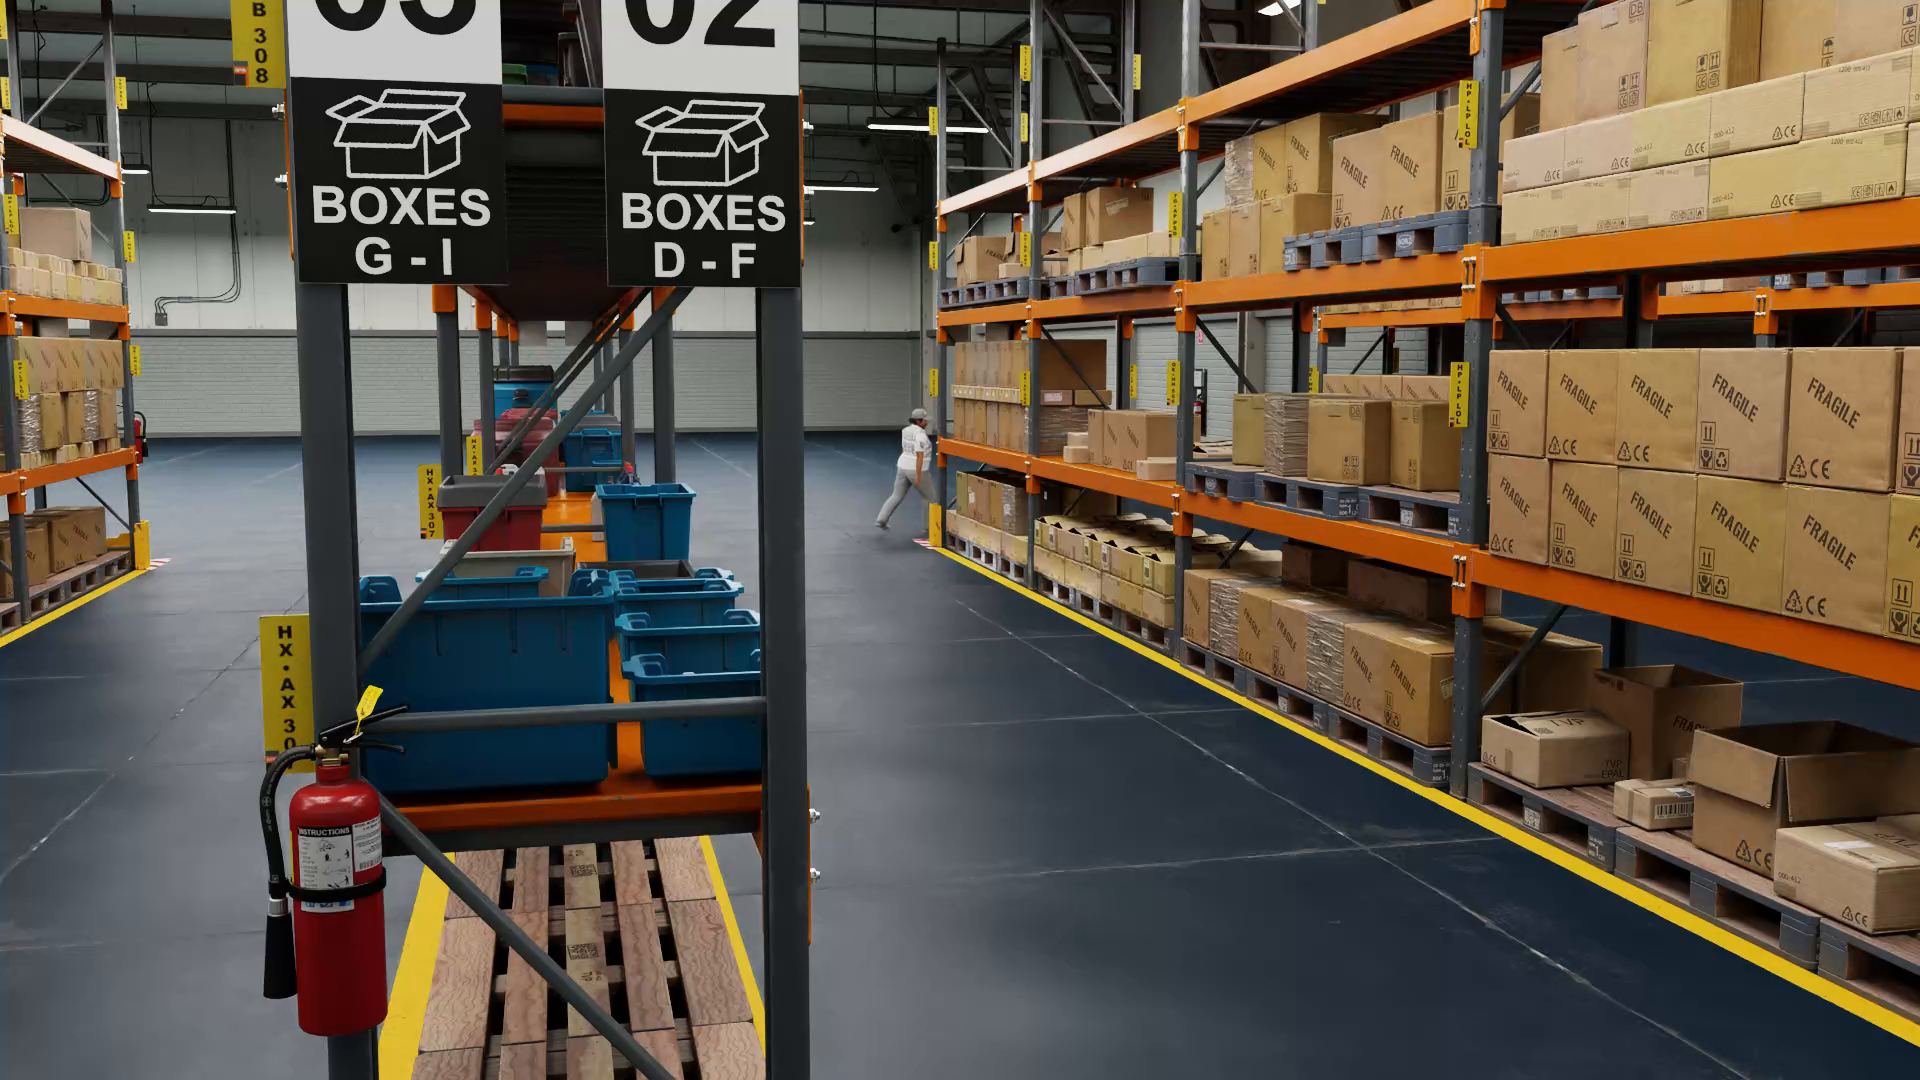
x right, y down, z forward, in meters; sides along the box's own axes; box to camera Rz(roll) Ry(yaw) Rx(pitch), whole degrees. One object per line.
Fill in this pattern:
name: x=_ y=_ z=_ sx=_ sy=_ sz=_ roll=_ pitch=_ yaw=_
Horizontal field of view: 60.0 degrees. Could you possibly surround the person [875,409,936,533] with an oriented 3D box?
person: x=-0.614 y=-0.880 z=21.330 sx=0.954 sy=1.612 sz=0.538 roll=-5 pitch=8 yaw=-39
